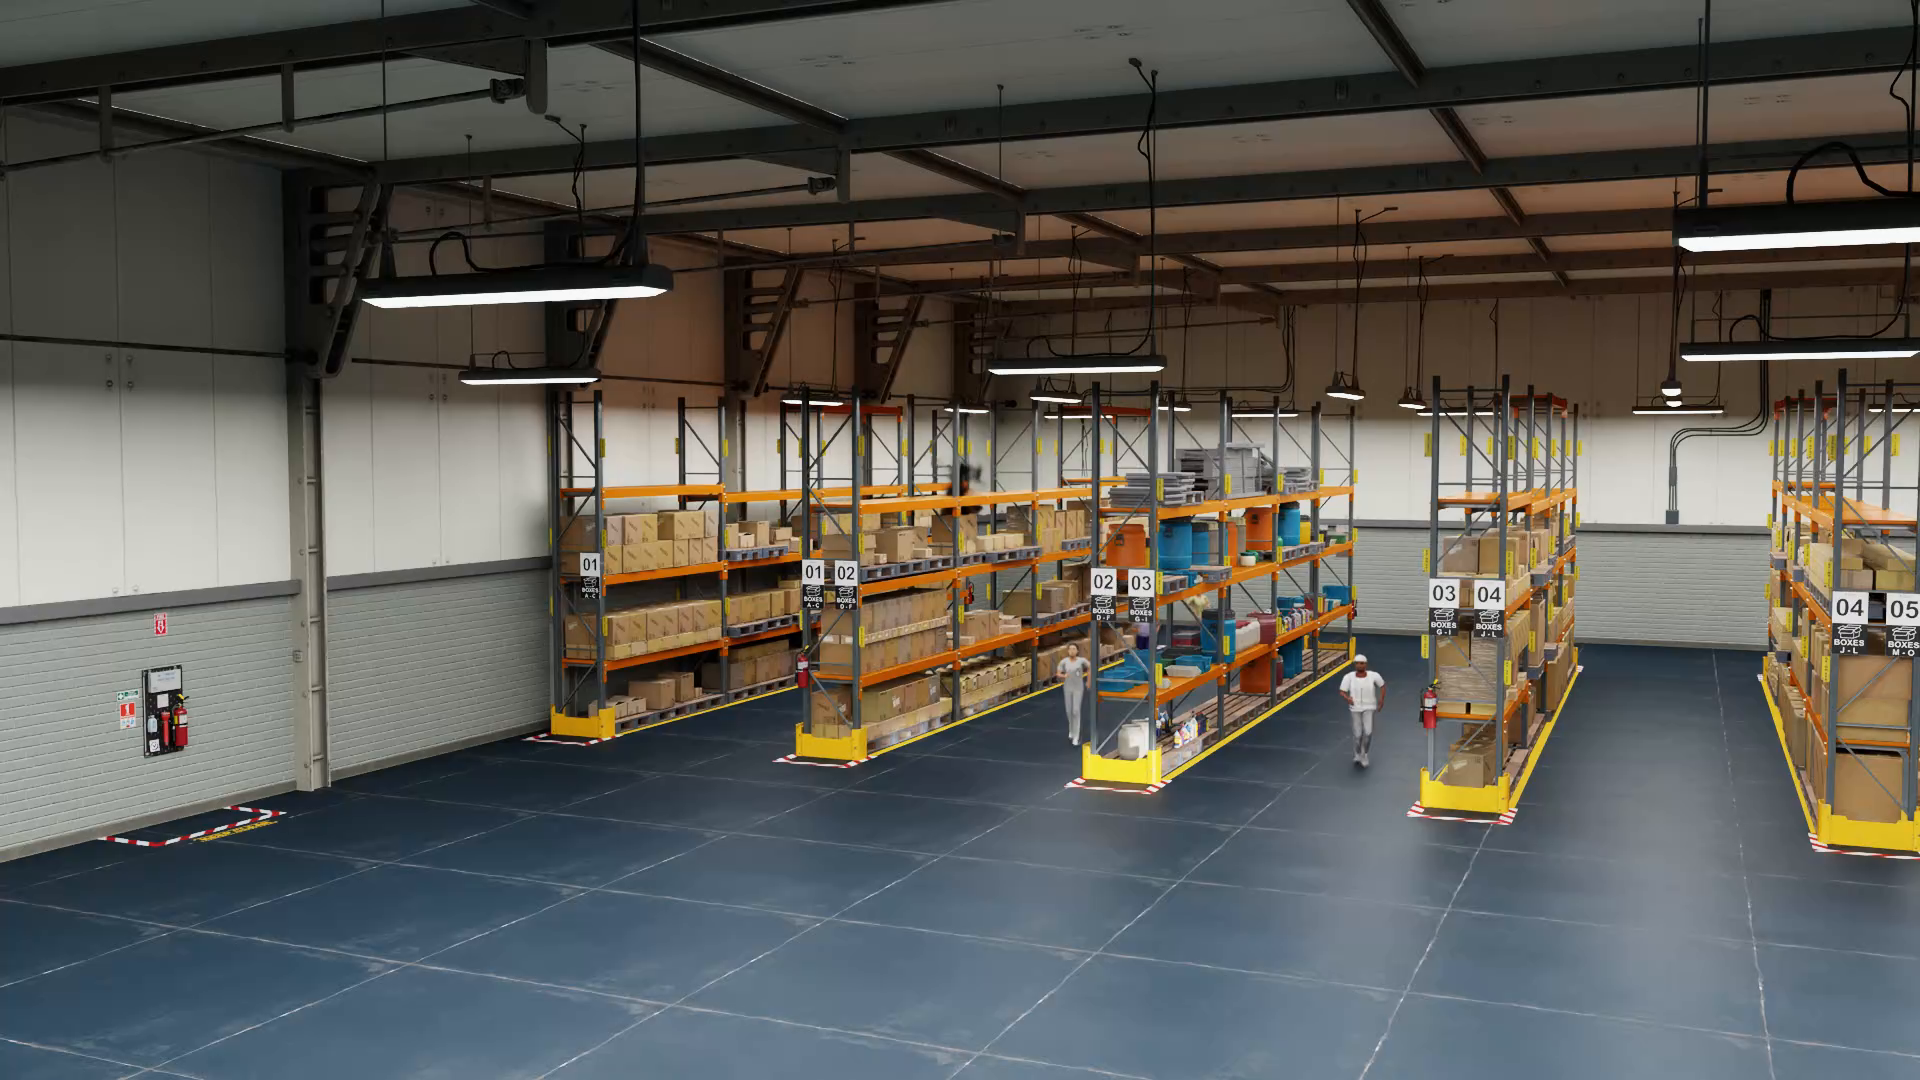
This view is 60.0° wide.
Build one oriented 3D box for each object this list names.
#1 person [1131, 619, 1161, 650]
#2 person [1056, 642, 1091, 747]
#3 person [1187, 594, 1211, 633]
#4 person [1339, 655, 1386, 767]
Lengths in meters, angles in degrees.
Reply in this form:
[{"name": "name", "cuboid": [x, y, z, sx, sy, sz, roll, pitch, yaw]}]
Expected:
[{"name": "person", "cuboid": [3.947, 2.181, 35.481, 0.602, 1.630, 0.909, 1, 3, 15]}, {"name": "person", "cuboid": [1.926, 2.597, 28.239, 0.554, 1.737, 0.797, 1, 3, 16]}, {"name": "person", "cuboid": [5.978, 1.919, 41.298, 0.587, 1.598, 0.526, -1, 3, -21]}, {"name": "person", "cuboid": [6.327, 2.685, 26.187, 0.699, 1.760, 0.665, 1, 3, 19]}]
